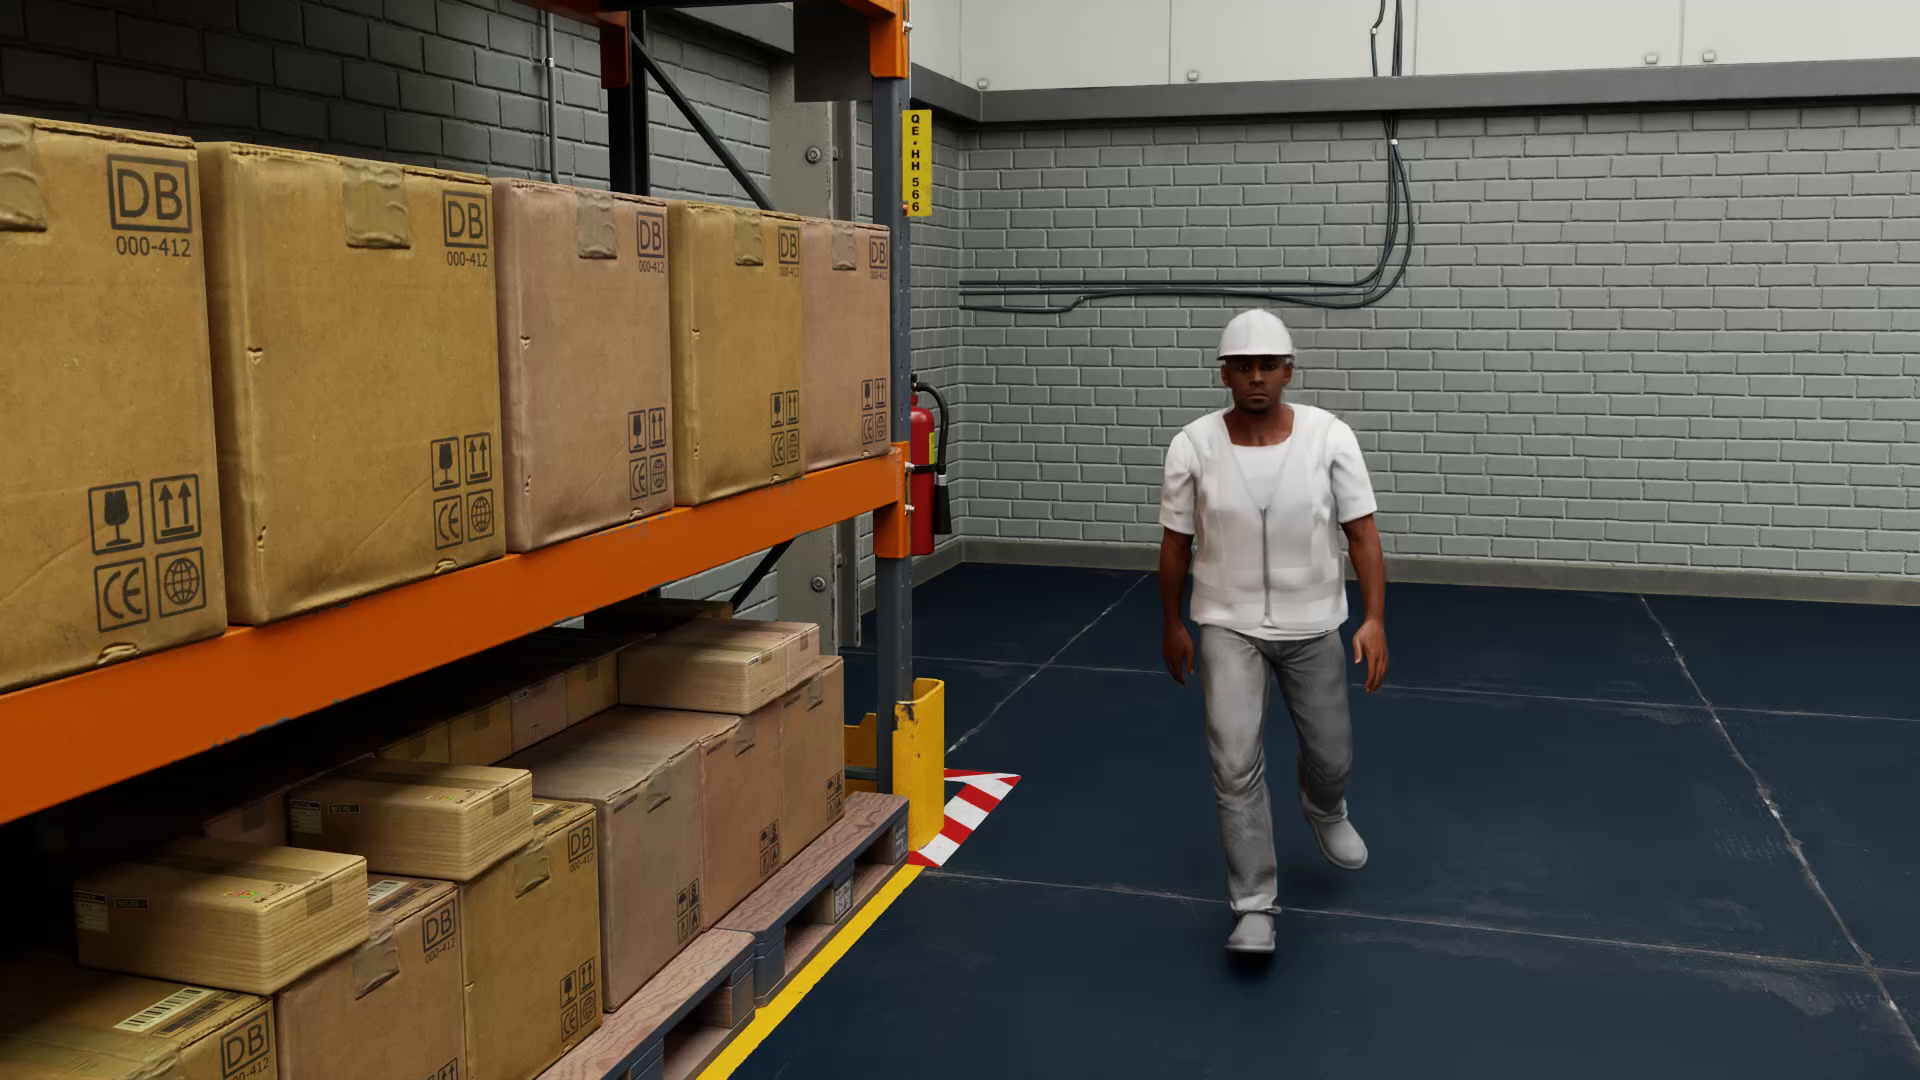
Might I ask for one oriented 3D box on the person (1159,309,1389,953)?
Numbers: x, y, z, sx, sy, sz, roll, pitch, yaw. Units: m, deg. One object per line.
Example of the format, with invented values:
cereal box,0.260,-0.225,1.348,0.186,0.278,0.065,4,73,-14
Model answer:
person,0.874,0.231,4.686,0.628,1.748,0.890,1,8,10
